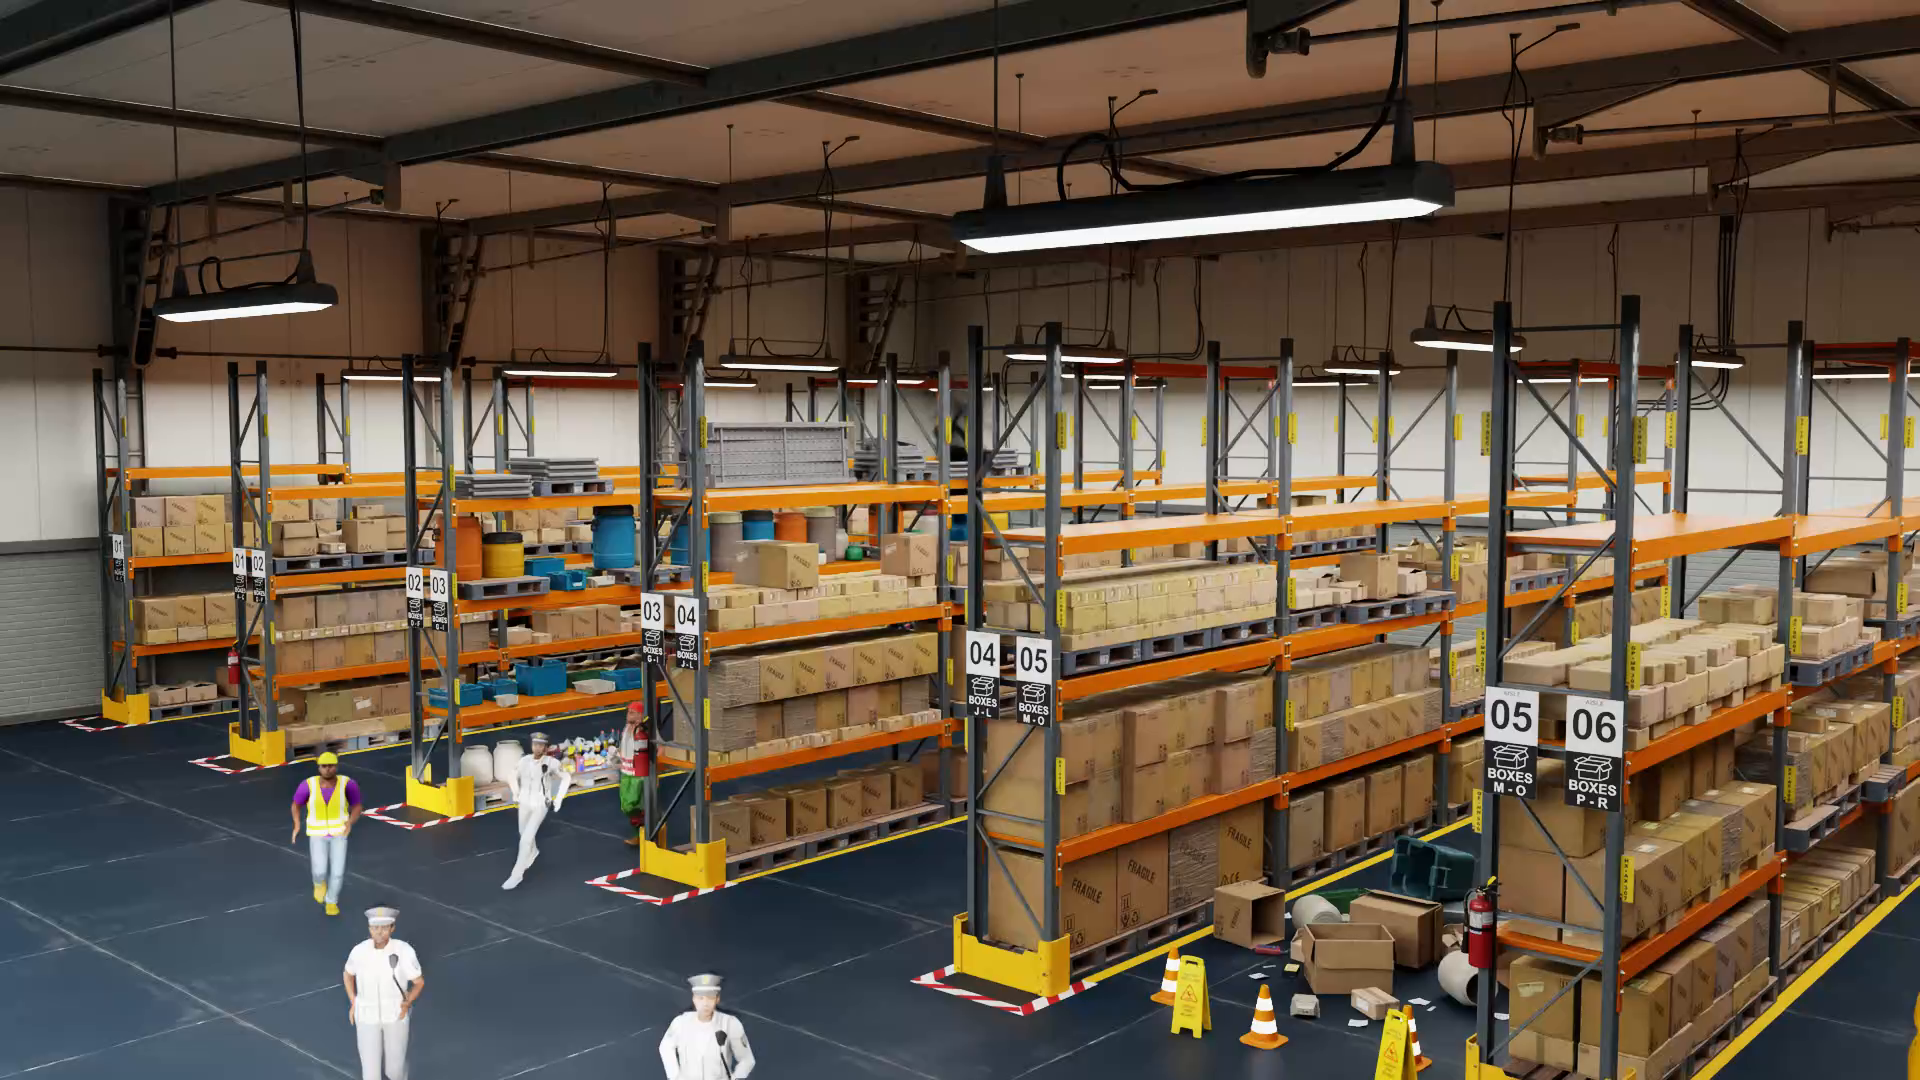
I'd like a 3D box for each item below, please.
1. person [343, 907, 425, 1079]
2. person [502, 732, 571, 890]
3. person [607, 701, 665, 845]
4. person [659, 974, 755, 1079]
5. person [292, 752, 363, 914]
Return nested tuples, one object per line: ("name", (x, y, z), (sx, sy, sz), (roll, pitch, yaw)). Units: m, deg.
("person", (-4.165, 3.463, 12.016), (0.579, 1.684, 0.825), (-1, 4, -12))
("person", (-4.733, 2.959, 18.509), (0.675, 1.673, 0.919), (1, 4, 14))
("person", (-3.915, 2.813, 20.020), (0.662, 1.749, 0.589), (4, 6, 40))
("person", (-1.610, 3.560, 10.569), (0.618, 1.696, 0.842), (0, 4, -4))
("person", (-6.553, 3.042, 17.239), (0.692, 1.713, 0.620), (-2, 4, -21))
